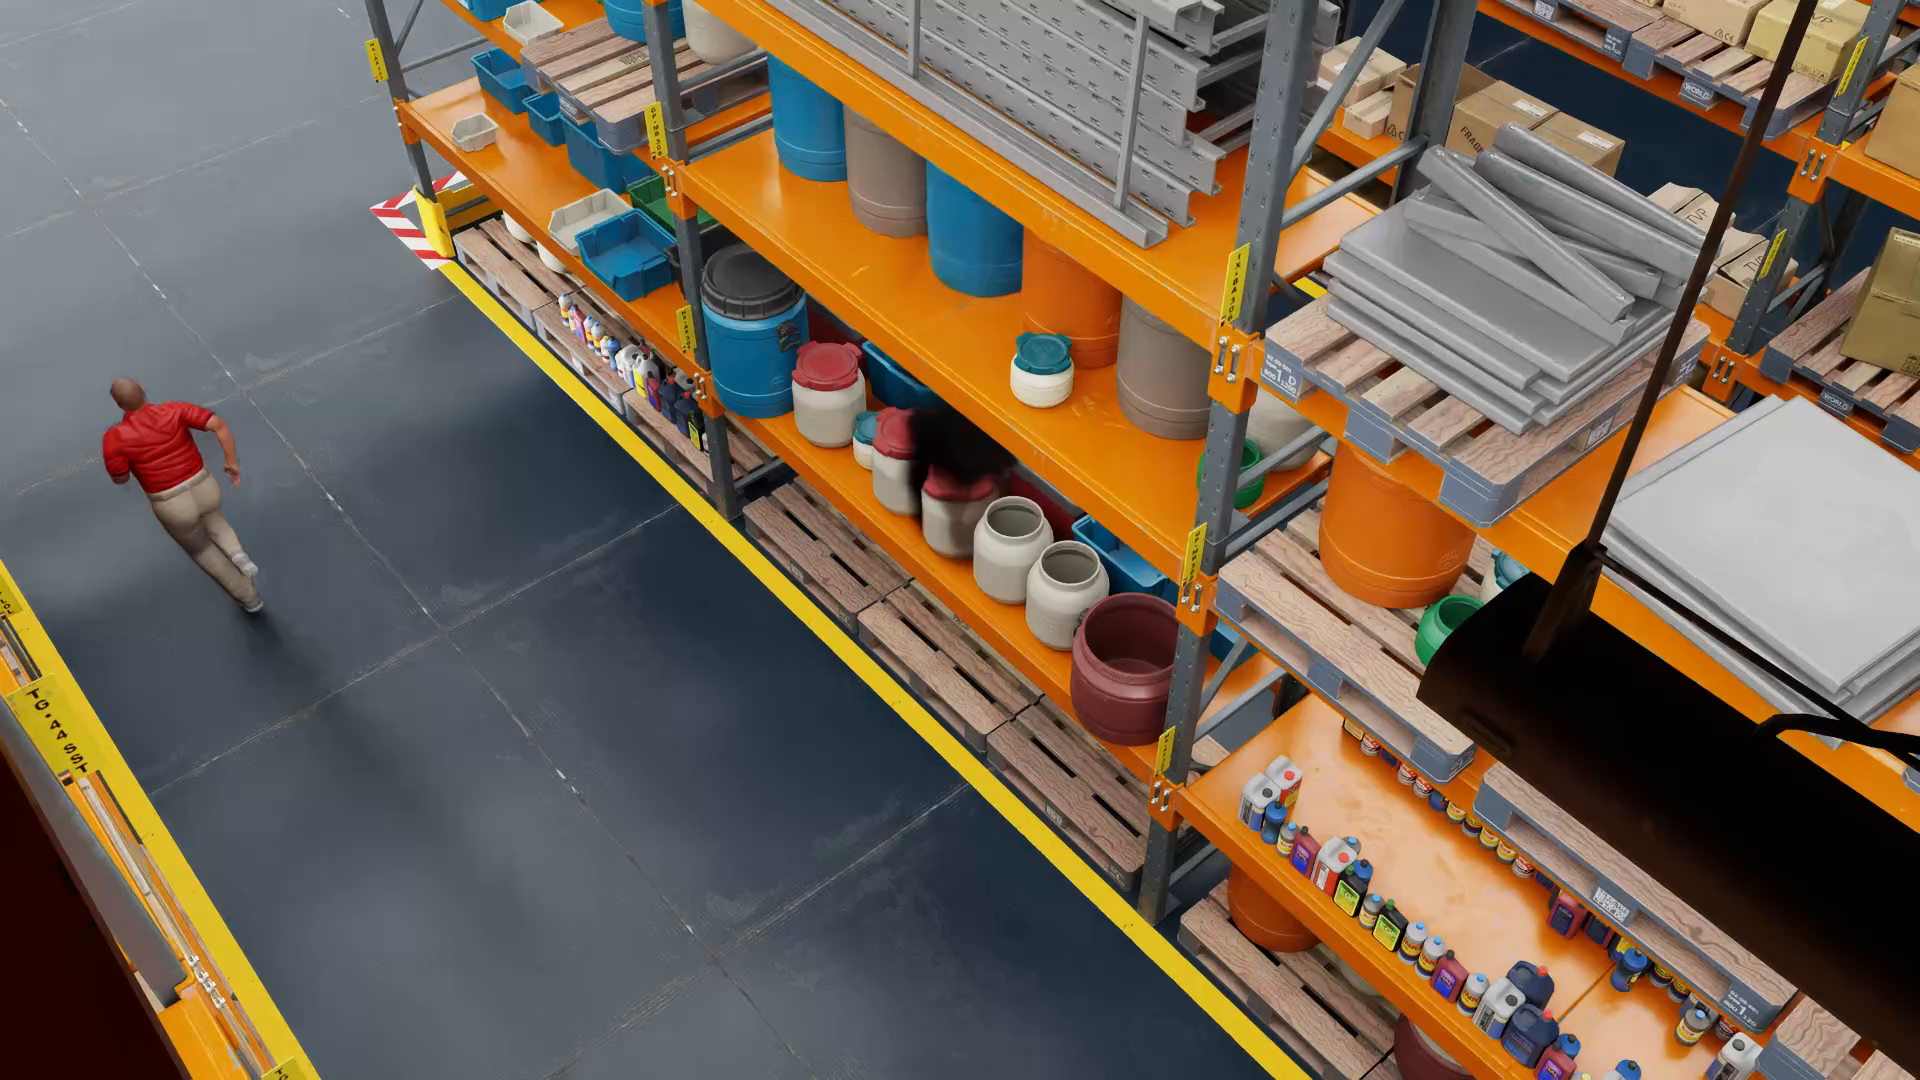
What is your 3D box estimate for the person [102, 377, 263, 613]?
[{"bbox_3d":[-4.699,-0.299,10.068,0.813,1.650,0.646,32,54,26],"label":"person"}]
